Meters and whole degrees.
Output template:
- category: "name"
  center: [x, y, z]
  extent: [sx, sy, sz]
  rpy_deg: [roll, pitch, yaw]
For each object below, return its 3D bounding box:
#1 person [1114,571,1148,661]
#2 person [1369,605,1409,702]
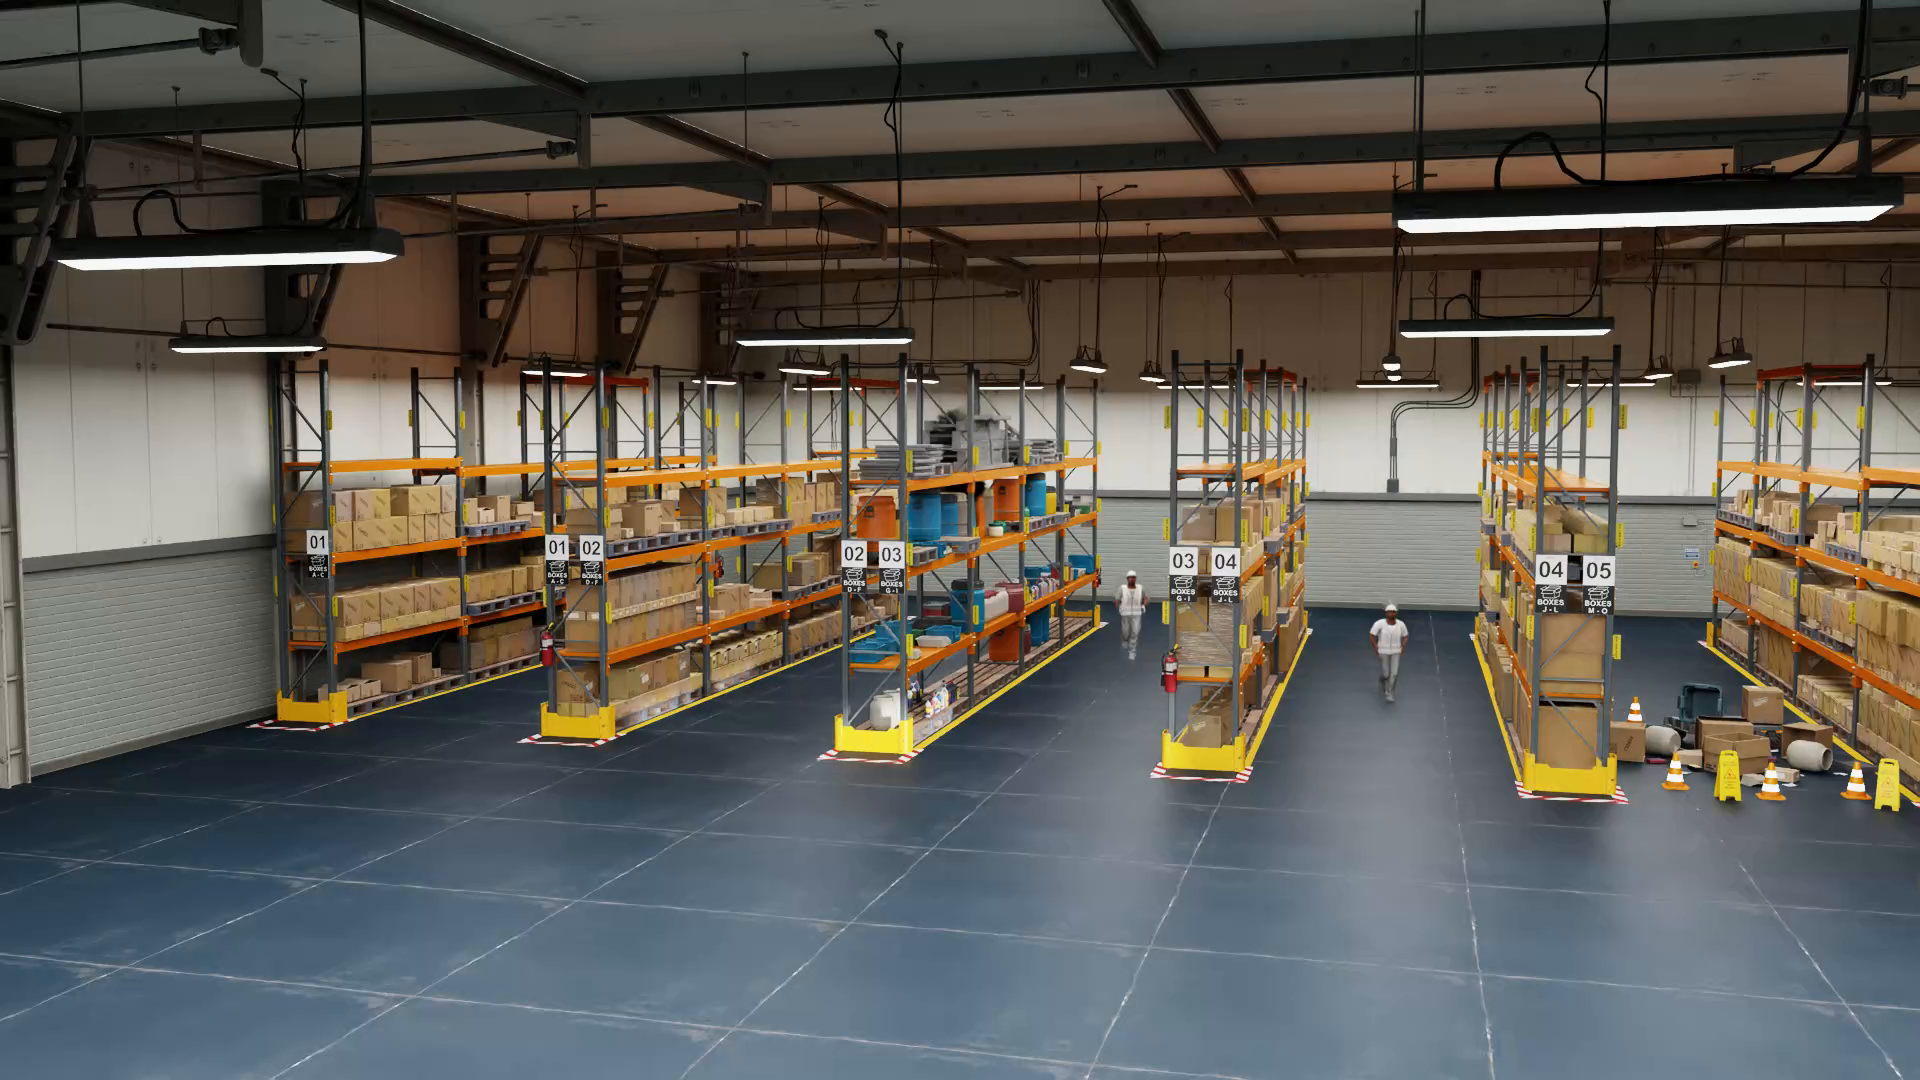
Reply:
- category: "person"
  center: [3.394, 1.480, 32.888]
  extent: [0.678, 1.746, 0.808]
  rpy_deg: [0, 4, 0]
- category: "person"
  center: [7.695, 2.010, 29.810]
  extent: [0.697, 1.725, 0.677]
  rpy_deg: [0, 4, 4]
